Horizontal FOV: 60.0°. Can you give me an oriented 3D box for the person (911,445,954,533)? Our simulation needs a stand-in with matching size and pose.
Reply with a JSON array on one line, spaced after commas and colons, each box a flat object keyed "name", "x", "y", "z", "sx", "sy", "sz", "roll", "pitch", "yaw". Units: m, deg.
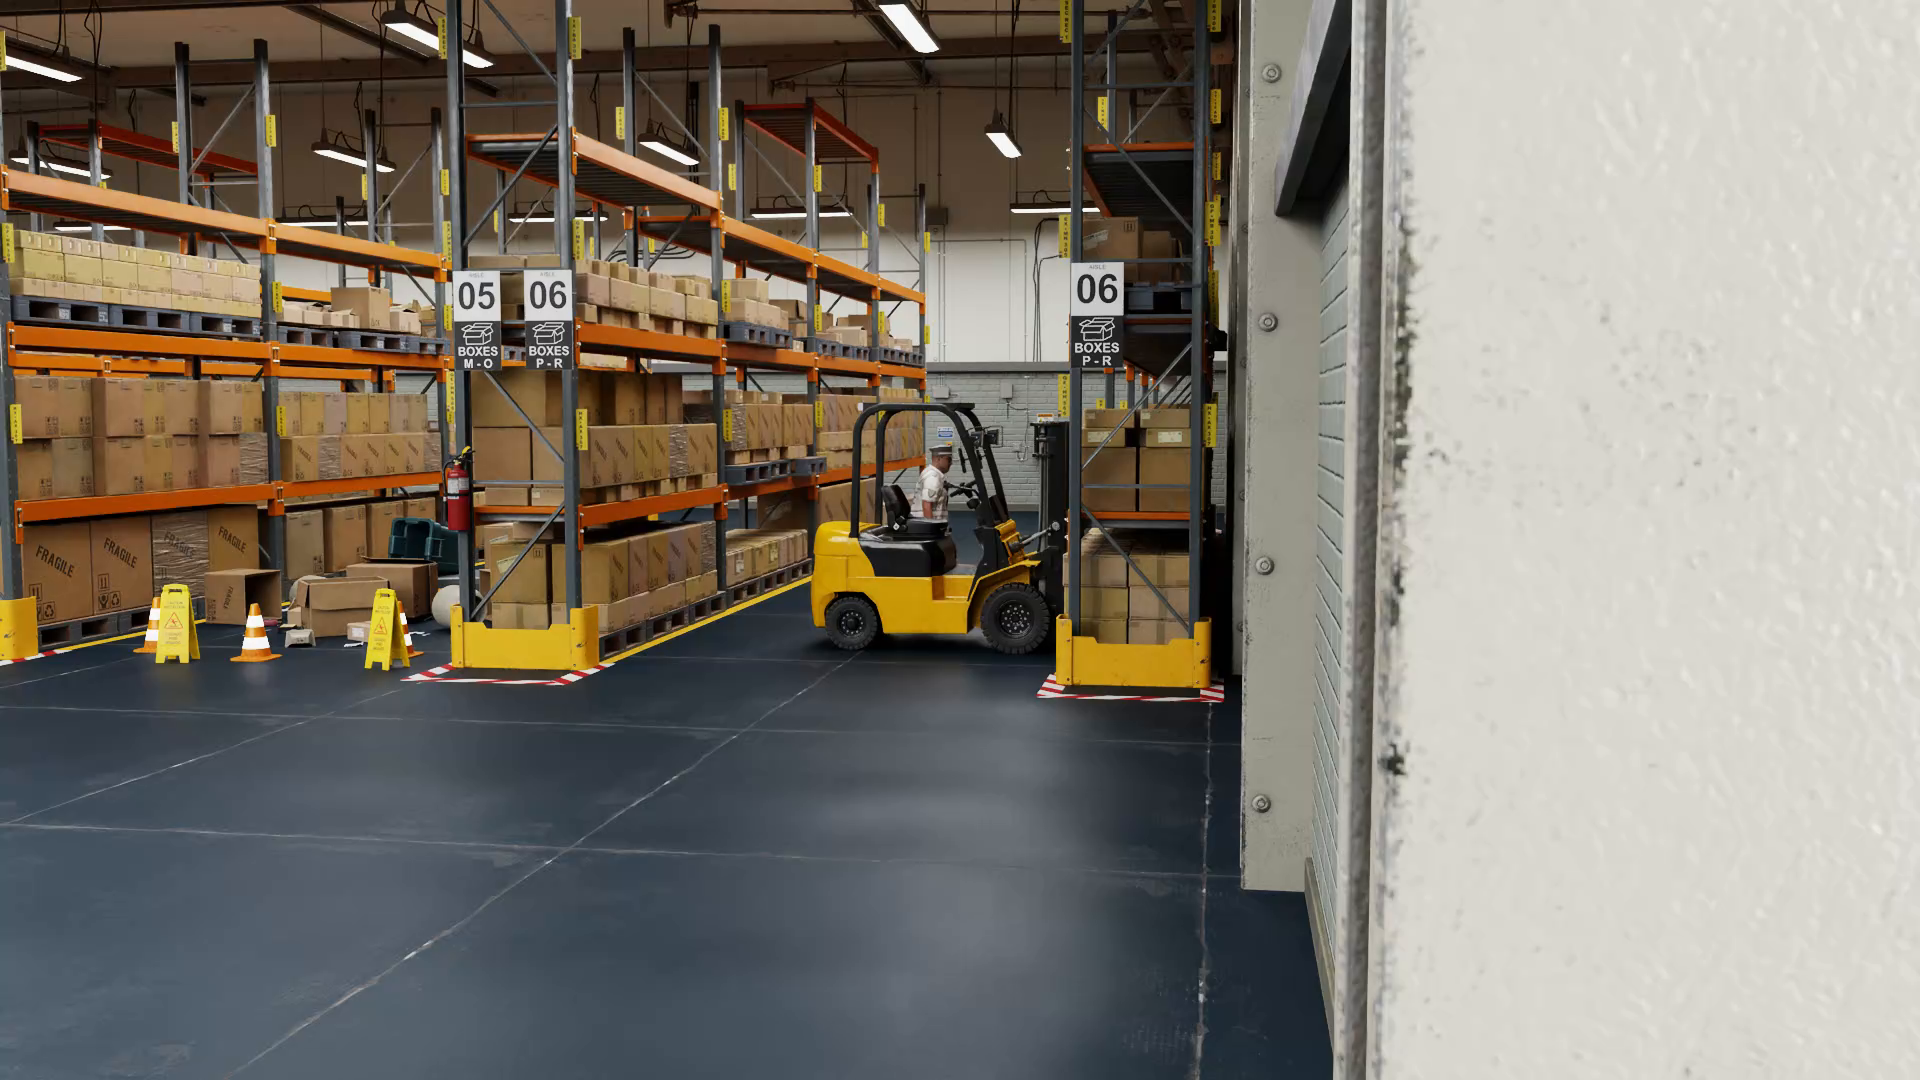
[{"name": "person", "x": -0.271, "y": -0.070, "z": 16.500, "sx": 0.436, "sy": 1.747, "sz": 0.599, "roll": 0, "pitch": 4, "yaw": 5}]
